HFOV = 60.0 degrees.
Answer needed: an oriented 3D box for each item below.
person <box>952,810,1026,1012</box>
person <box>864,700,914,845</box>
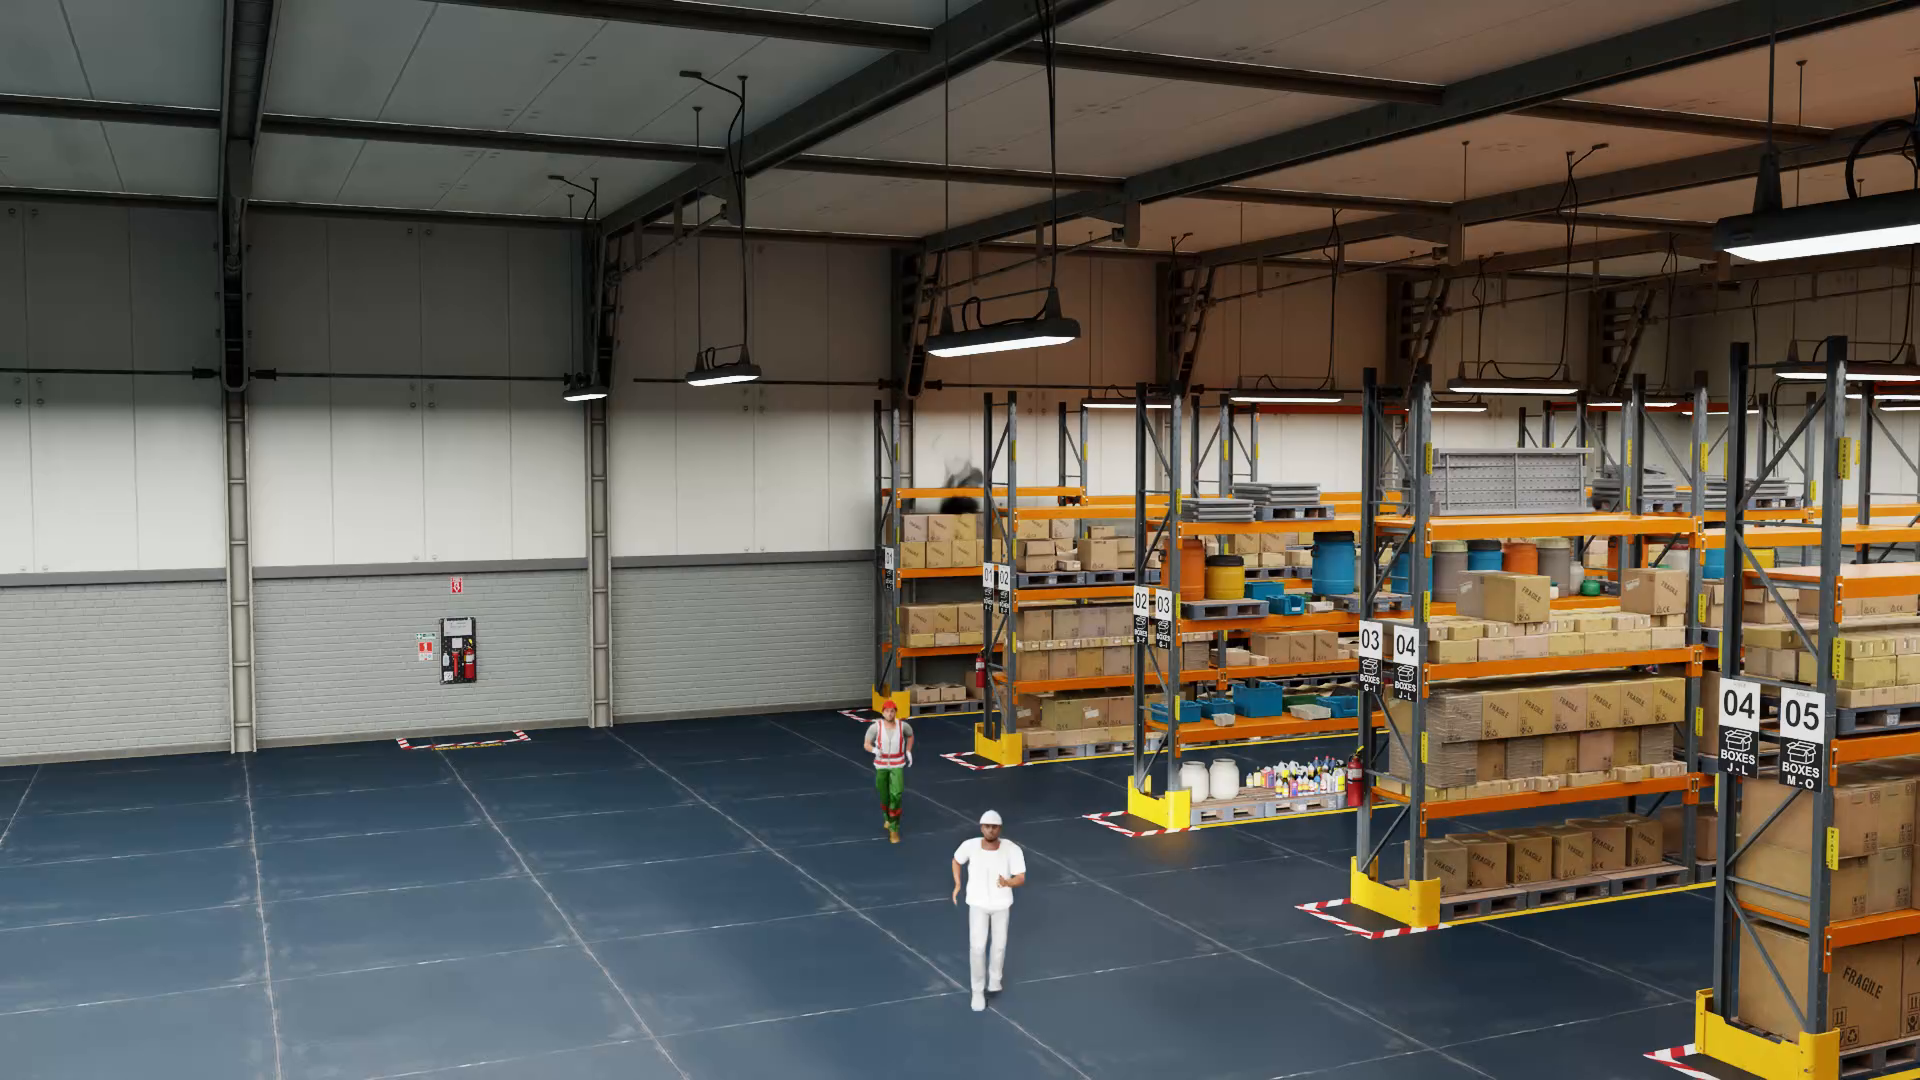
[{"bbox_3d":[0.269,3.394,15.309,0.669,1.823,0.751,0,3,-2],"label":"person"},{"bbox_3d":[-0.938,3.005,21.781,0.639,1.838,0.823,0,3,2],"label":"person"}]
